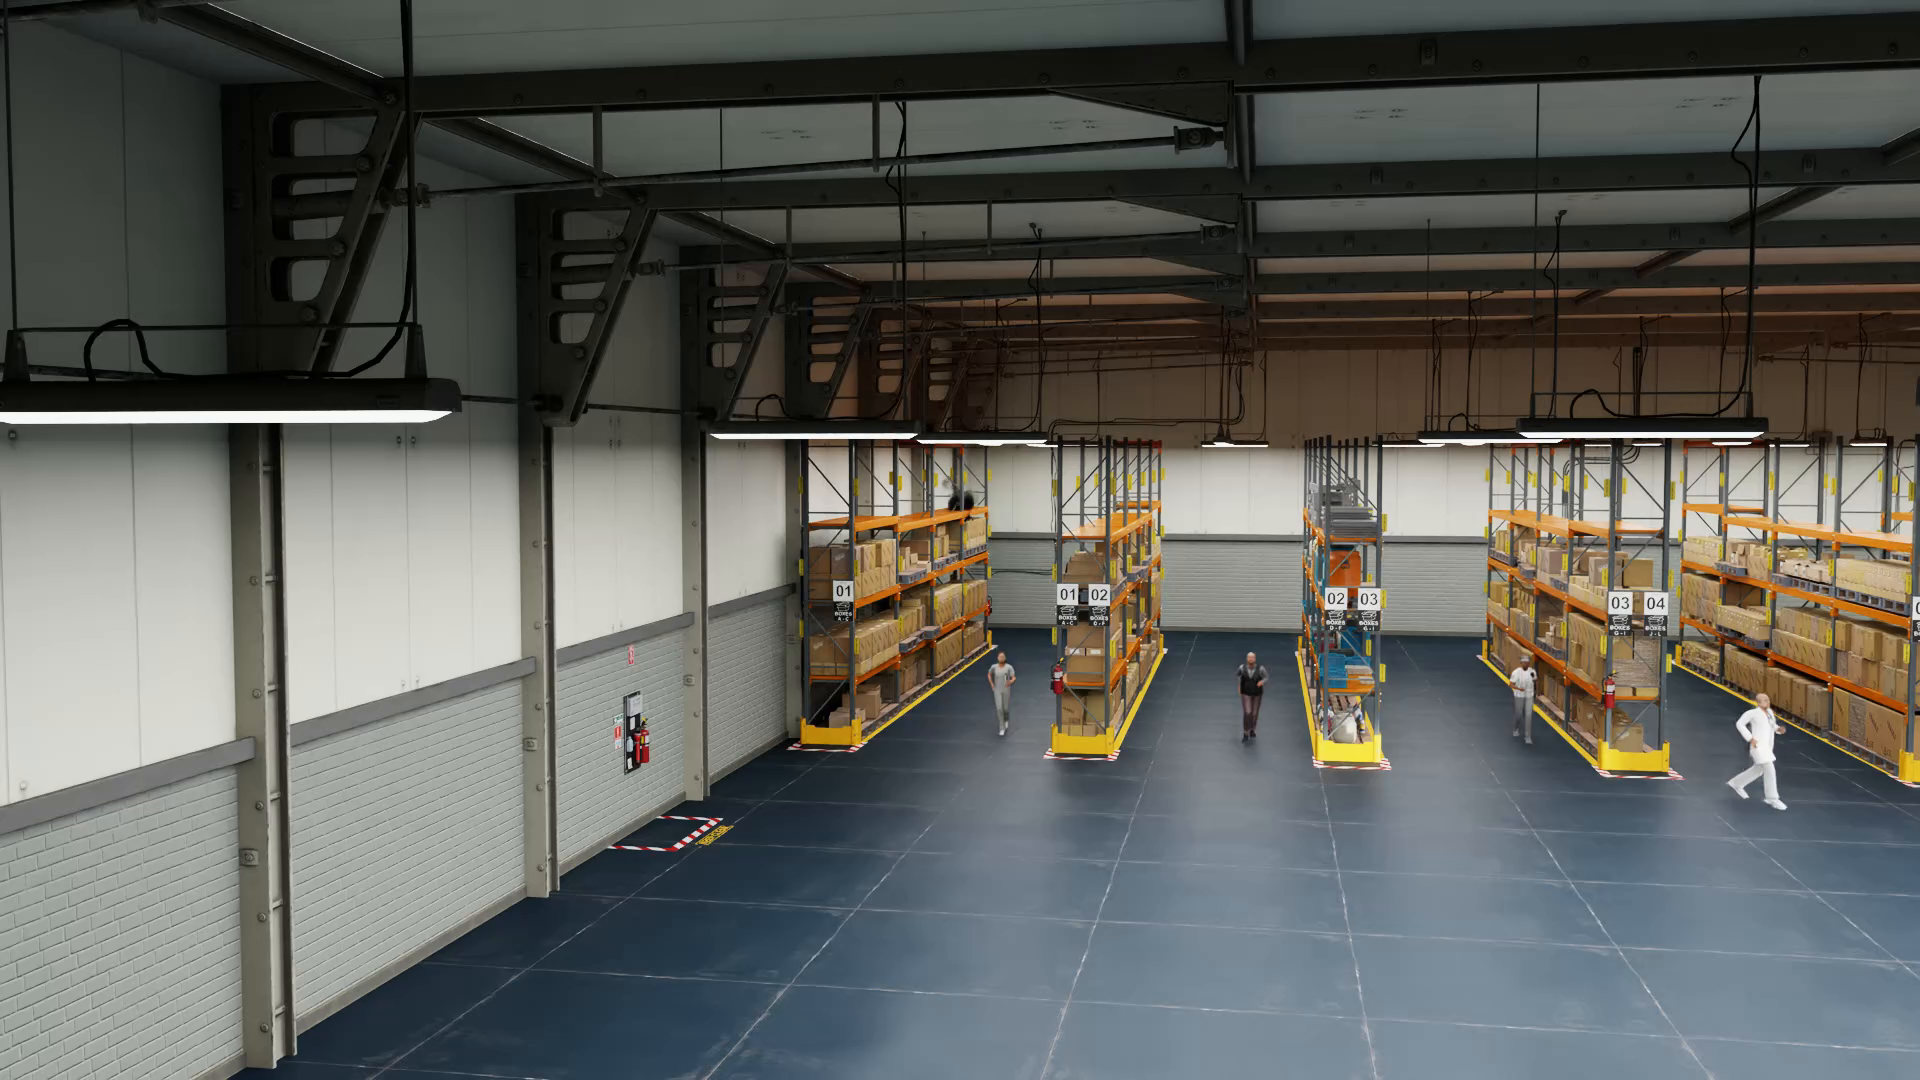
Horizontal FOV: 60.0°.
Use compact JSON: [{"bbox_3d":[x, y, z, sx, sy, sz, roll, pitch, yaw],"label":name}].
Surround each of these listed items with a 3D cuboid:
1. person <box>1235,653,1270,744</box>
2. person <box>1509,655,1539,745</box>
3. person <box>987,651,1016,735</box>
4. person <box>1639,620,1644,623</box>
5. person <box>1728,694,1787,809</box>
[{"bbox_3d":[5.757,3.092,32.732,0.651,1.777,0.788,0,3,5],"label":"person"},{"bbox_3d":[11.097,3.107,32.709,0.595,1.723,0.828,0,3,7],"label":"person"},{"bbox_3d":[0.841,3.073,33.641,0.574,1.663,0.769,0,3,2],"label":"person"},{"bbox_3d":[16.488,2.660,40.168,0.710,1.747,0.963,0,3,2],"label":"person"},{"bbox_3d":[12.947,3.377,26.864,0.686,1.802,0.938,-2,4,-38],"label":"person"}]
